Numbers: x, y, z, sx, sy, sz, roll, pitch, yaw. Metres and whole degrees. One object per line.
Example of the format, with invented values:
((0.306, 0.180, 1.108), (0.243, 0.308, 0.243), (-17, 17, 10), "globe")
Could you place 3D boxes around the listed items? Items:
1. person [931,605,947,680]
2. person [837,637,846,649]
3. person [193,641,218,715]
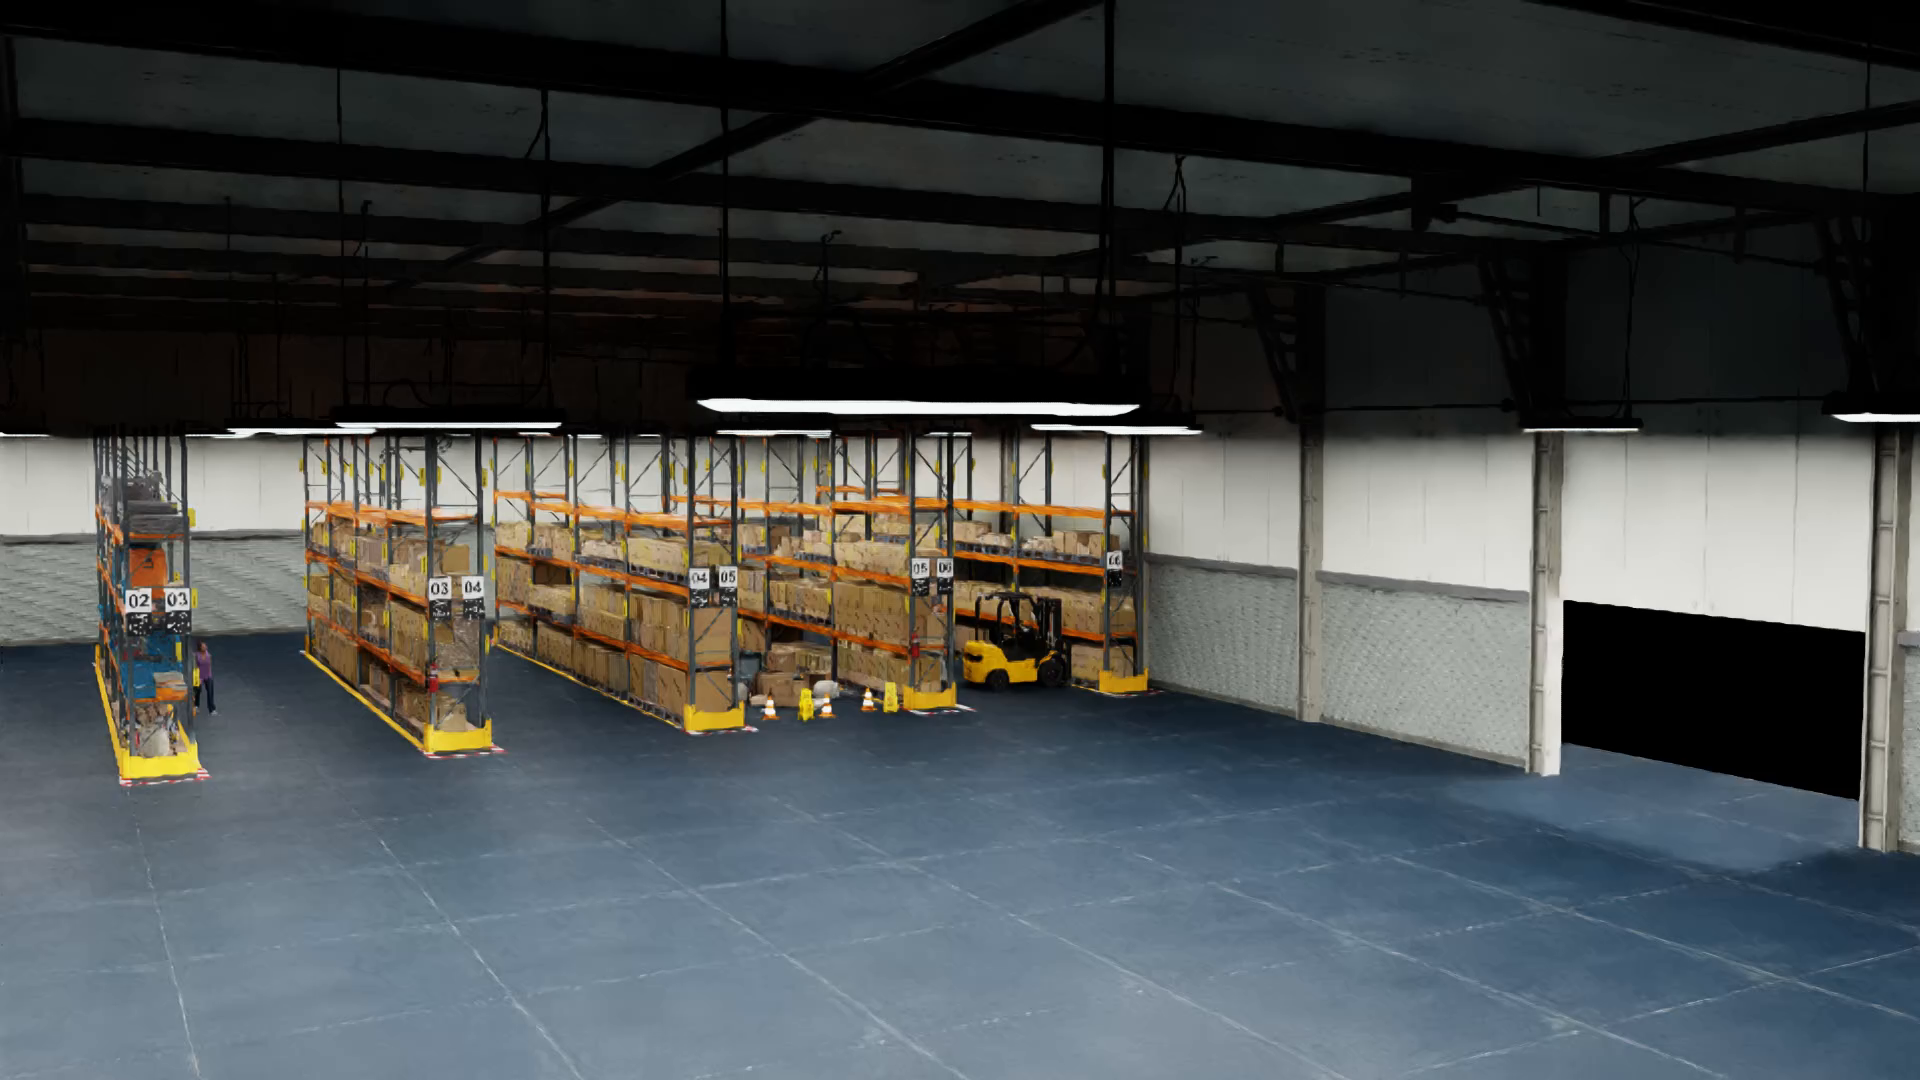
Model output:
((-0.606, 2.479, 39.534), (0.605, 1.680, 0.678), (0, 3, -4), "person")
((-3.195, 2.184, 43.813), (0.494, 1.741, 0.606), (0, 3, 1), "person")
((-15.716, 2.861, 34.498), (0.411, 1.517, 0.957), (-3, 4, -37), "person")
